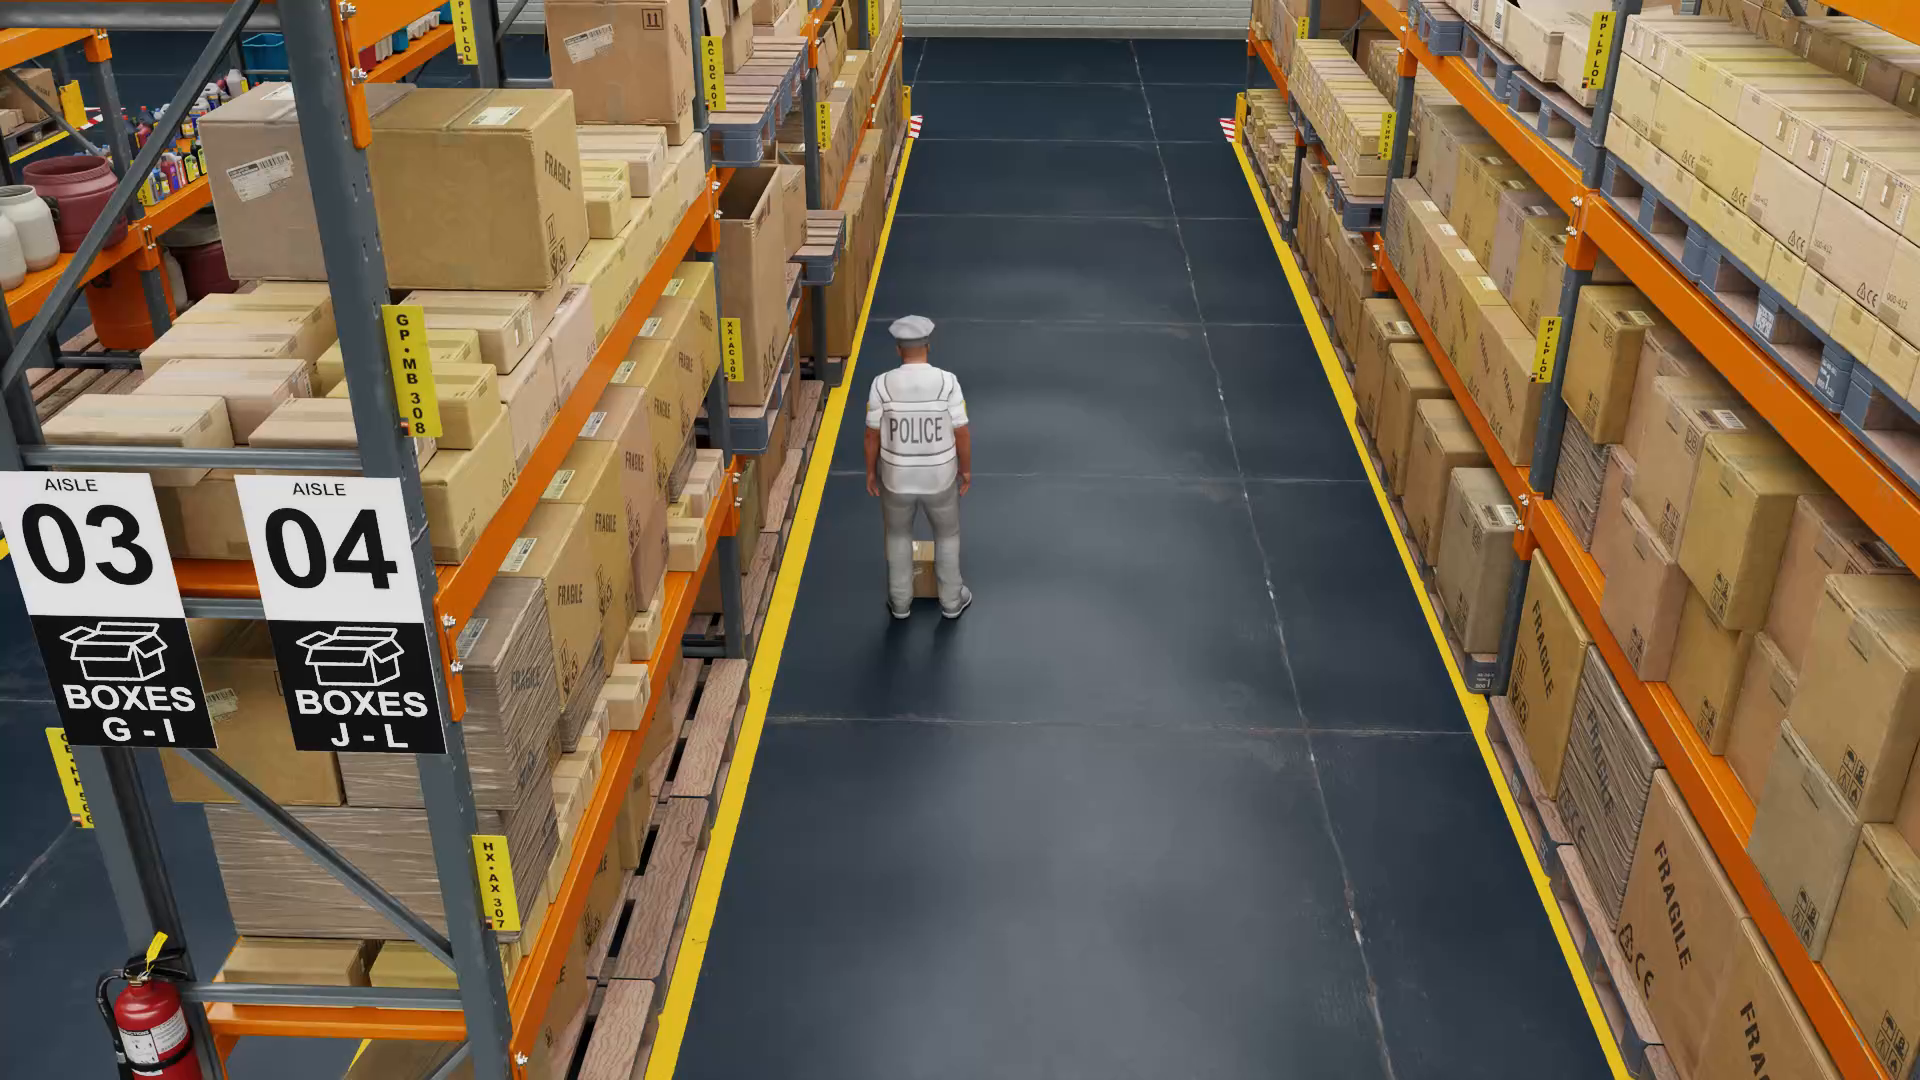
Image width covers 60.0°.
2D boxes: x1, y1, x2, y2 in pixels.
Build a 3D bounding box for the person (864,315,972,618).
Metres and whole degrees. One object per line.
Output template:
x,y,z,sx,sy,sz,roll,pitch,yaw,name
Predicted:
-0.232,-0.363,9.302,0.597,1.747,0.432,0,28,0,person
